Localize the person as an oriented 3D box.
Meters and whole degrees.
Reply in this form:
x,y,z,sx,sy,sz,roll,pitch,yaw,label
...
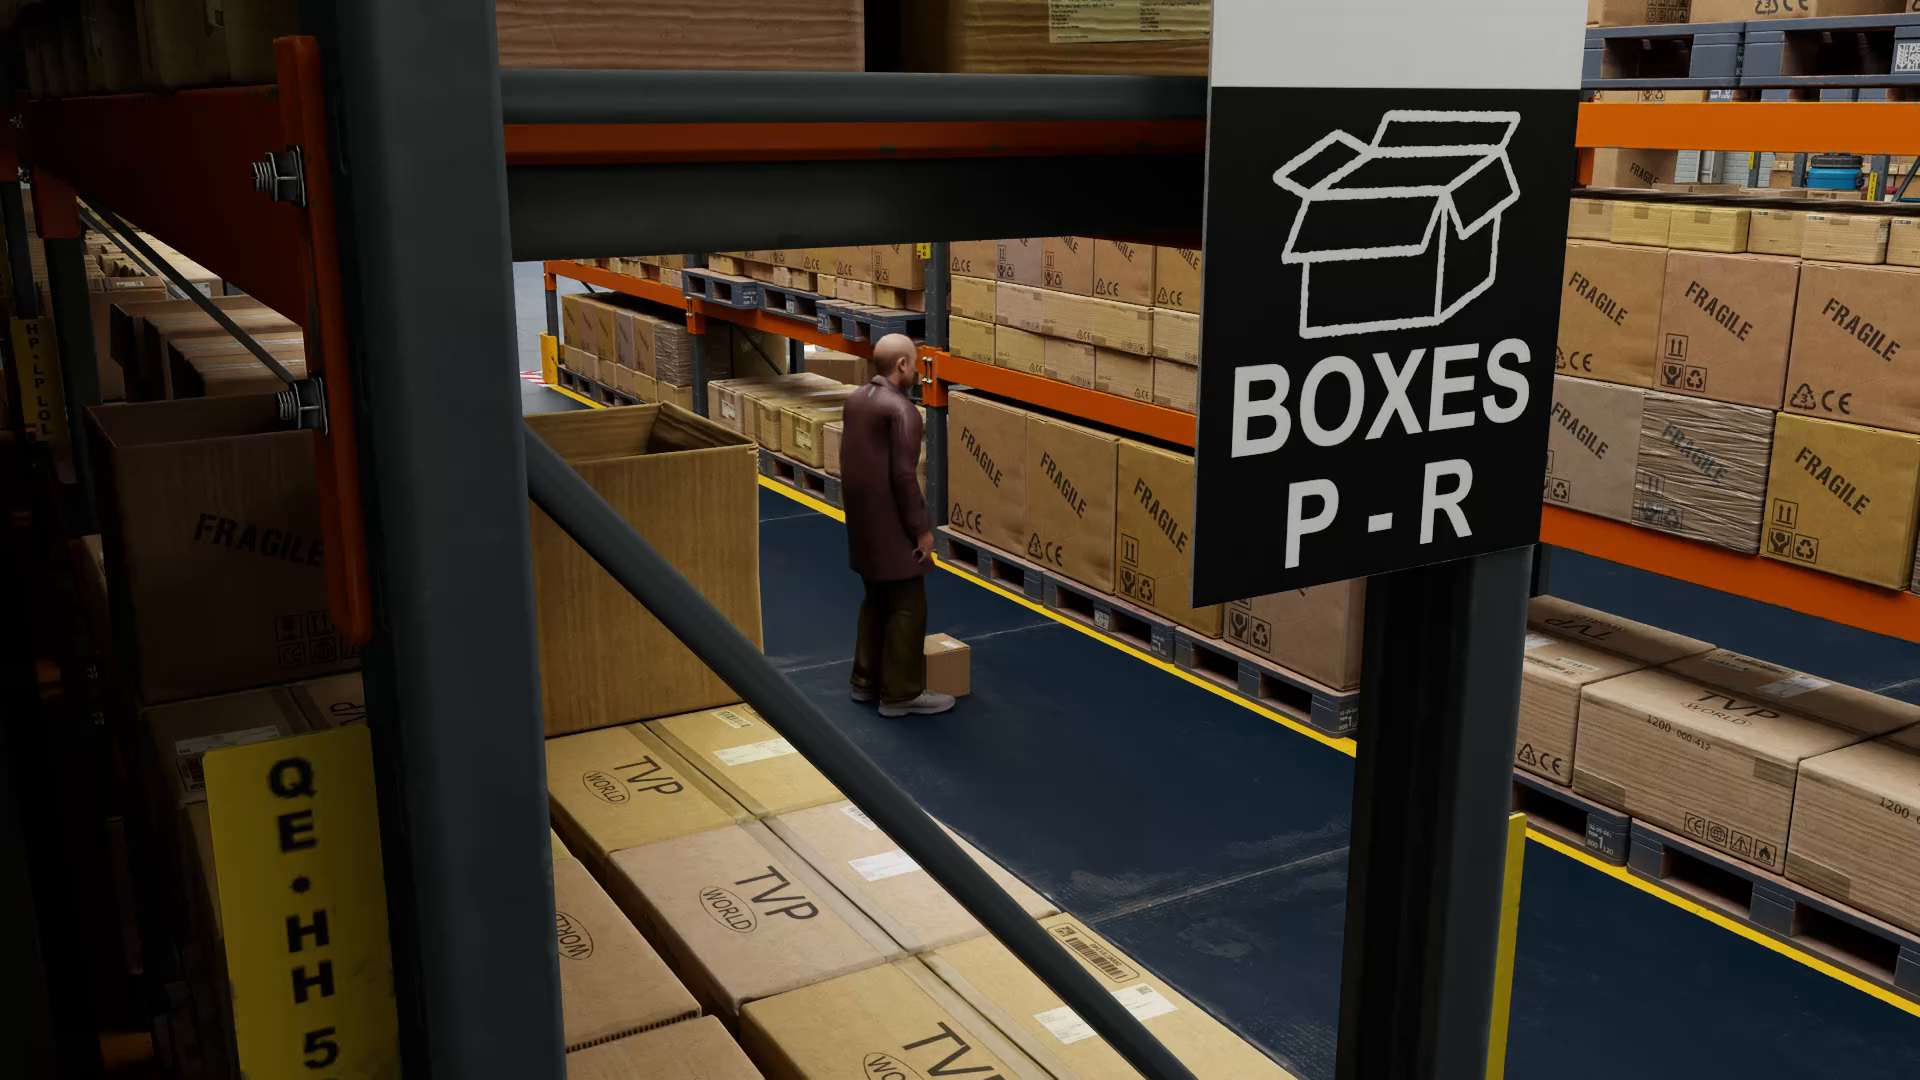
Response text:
x,y,z,sx,sy,sz,roll,pitch,yaw,label
-0.333,-0.079,7.828,0.419,1.774,0.645,-9,17,-30,person
